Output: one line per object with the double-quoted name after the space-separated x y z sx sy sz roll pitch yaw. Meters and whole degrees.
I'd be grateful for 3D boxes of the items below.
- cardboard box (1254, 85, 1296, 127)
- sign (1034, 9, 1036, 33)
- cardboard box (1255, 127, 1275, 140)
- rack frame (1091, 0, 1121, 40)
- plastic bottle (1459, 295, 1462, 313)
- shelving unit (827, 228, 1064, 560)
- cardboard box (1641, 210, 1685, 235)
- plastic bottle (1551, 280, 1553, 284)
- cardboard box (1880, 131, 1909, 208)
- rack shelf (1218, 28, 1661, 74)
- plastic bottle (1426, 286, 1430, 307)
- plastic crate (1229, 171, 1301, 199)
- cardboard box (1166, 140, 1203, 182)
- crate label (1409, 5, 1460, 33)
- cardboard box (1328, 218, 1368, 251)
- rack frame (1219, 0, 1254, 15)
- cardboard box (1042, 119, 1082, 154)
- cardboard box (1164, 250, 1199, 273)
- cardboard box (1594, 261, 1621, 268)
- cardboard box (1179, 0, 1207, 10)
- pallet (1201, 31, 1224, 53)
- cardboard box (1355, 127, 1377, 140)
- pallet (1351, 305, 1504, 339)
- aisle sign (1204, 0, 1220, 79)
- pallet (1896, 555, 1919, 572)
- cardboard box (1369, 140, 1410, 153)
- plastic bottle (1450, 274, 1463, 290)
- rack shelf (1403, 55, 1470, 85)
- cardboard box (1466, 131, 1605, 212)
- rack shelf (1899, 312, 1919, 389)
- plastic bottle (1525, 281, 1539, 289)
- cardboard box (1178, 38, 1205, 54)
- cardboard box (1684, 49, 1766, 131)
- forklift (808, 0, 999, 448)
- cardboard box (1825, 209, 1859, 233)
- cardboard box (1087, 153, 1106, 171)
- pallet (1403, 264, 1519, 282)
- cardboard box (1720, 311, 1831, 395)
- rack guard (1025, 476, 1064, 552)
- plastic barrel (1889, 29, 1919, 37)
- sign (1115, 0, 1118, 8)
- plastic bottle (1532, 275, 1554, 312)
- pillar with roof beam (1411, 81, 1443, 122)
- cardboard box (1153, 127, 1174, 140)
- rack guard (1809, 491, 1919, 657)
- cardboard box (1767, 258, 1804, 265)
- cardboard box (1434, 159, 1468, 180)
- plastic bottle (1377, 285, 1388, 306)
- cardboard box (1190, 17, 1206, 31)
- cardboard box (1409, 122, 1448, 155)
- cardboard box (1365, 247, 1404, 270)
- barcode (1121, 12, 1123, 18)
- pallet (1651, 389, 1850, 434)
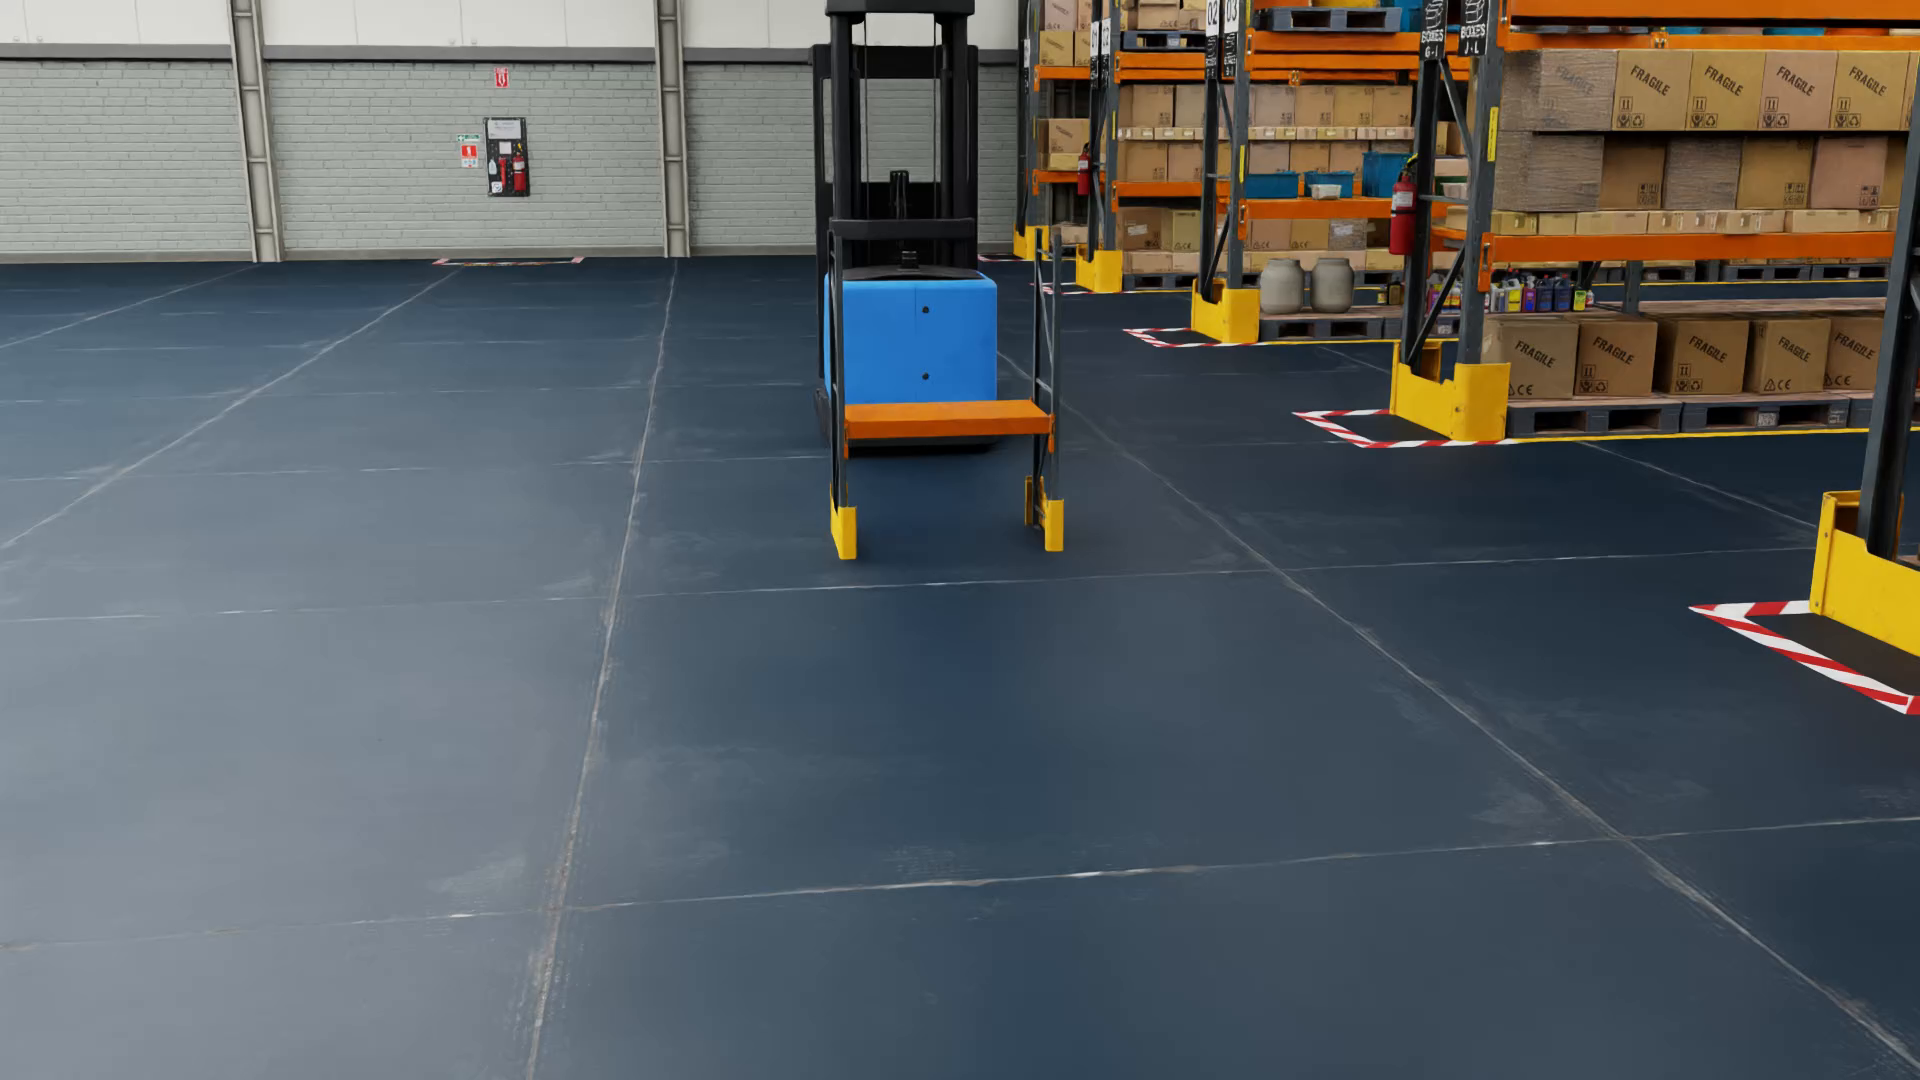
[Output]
3.784 -5.367 20.582 0.500 0.500 0.700 -2 14 -8 "cardboard box"
1.095 -7.556 24.221 0.005 0.325 0.100 -2 14 -8 "sign"
3.696 -4.997 20.442 0.250 0.149 0.380 -2 14 -8 "cardboard box"
1.756 -7.526 19.732 0.127 3.000 1.000 -2 14 -8 "rack frame"
4.865 -2.291 16.038 0.097 0.201 0.097 0 14 0 "plastic bottle"
-0.075 -0.725 8.028 1.083 1.500 0.587 -2 14 -8 "shelving unit"
4.537 -2.095 10.927 0.250 0.149 0.380 -2 14 -8 "cardboard box"
6.065 -2.553 16.941 0.097 0.271 0.097 0 14 0 "plastic bottle"
6.229 -2.560 11.445 0.500 0.500 0.875 -2 14 -8 "cardboard box"
4.467 -4.603 15.722 4.000 0.370 1.077 -2 14 -8 "rack shelf"
4.668 -2.431 16.596 0.097 0.201 0.097 0 14 0 "plastic bottle"
2.940 -3.442 16.087 0.616 0.251 0.499 -2 14 -8 "plastic crate"
2.738 -4.699 20.585 0.500 0.500 0.700 -2 14 -7 "cardboard box"
4.390 -4.796 15.317 0.408 0.251 0.502 -2 14 -8 "crate label"
4.789 -3.910 20.894 0.500 0.500 0.500 -2 14 -8 "cardboard box"
2.490 -6.334 14.980 0.127 3.000 1.000 -2 14 -8 "rack frame"
1.531 -6.053 24.917 0.500 0.500 0.500 -2 14 -8 "cardboard box"
2.813 -3.471 20.685 0.500 0.250 0.500 -2 14 -8 "cardboard box"
8.175 -3.661 21.443 0.500 0.250 0.500 -2 14 -7 "cardboard box"
3.459 -7.823 24.782 0.500 0.500 0.500 -3 14 -10 "cardboard box"
3.668 -6.092 20.364 1.213 0.211 1.003 -2 14 -8 "pallet"
4.971 -5.044 20.629 0.250 0.149 0.380 -3 14 -10 "cardboard box"
4.566 -2.157 16.391 1.213 0.211 1.003 -2 14 -8 "pallet"
2.374 -4.754 15.668 0.004 0.787 0.394 -2 14 -8 "aisle sign"
4.646 0.269 6.717 1.213 0.211 1.003 -2 14 -8 "pallet"
5.273 -4.792 20.957 0.500 0.500 0.700 -2 14 -10 "cardboard box"
4.978 -2.546 16.749 0.185 0.351 0.144 -2 14 -9 "plastic bottle"
7.689 -5.939 21.051 4.000 0.370 1.077 -2 14 -8 "rack shelf"
3.776 -2.439 10.964 0.500 0.500 0.875 -2 14 -8 "cardboard box"
5.844 -0.760 6.564 4.000 0.370 1.077 -2 14 -8 "rack shelf"
5.615 -2.397 16.307 0.135 0.276 0.152 -2 14 -8 "plastic bottle"
3.462 -7.343 24.923 0.500 0.500 0.500 -3 14 -11 "cardboard box"
4.802 -2.900 10.747 0.500 0.500 0.500 -2 14 -8 "cardboard box"
-0.456 -2.298 11.359 1.130 2.935 3.031 -2 14 -7 "forklift"
5.771 -2.144 11.122 0.250 0.149 0.380 -2 14 -8 "cardboard box"
2.055 -5.708 25.083 0.500 0.250 0.500 -3 14 -10 "cardboard box"
6.434 -3.445 21.522 1.213 0.211 1.003 -2 14 -8 "pallet"
5.614 -1.300 11.516 0.500 0.500 0.500 -3 14 -13 "cardboard box"
0.417 -0.137 8.252 0.087 0.250 0.587 -2 14 -8 "rack guard"
9.178 -5.000 16.110 0.301 0.262 0.301 0 14 0 "plastic barrel"
1.832 -6.400 19.447 0.005 0.325 0.100 -2 14 -8 "sign"
5.662 -2.398 16.159 0.185 0.351 0.144 -3 14 -11 "plastic bottle"
8.152 -8.133 22.151 0.400 9.000 9.100 -2 14 -8 "pillar with roof beam"
2.436 -4.952 20.261 0.250 0.149 0.380 -2 14 -10 "cardboard box"
3.843 0.177 6.488 0.348 0.500 1.175 -2 14 -8 "rack guard"
10.676 -3.875 21.741 0.500 0.500 0.500 -3 14 -10 "cardboard box"
6.191 -4.717 21.171 0.500 0.250 0.500 -1 14 -5 "cardboard box"
4.241 -2.452 16.683 0.097 0.201 0.097 0 14 0 "plastic bottle"
2.945 -6.221 20.060 0.250 0.149 0.380 -2 14 -8 "cardboard box"
7.233 -6.289 26.024 0.500 0.500 0.700 -2 14 -8 "cardboard box"
5.285 -3.562 21.046 0.500 0.250 0.500 -2 14 -8 "cardboard box"
1.982 -6.479 20.532 0.075 0.075 0.001 -2 14 -8 "barcode"
5.315 -0.948 11.566 1.213 0.211 1.003 -2 14 -8 "pallet"
